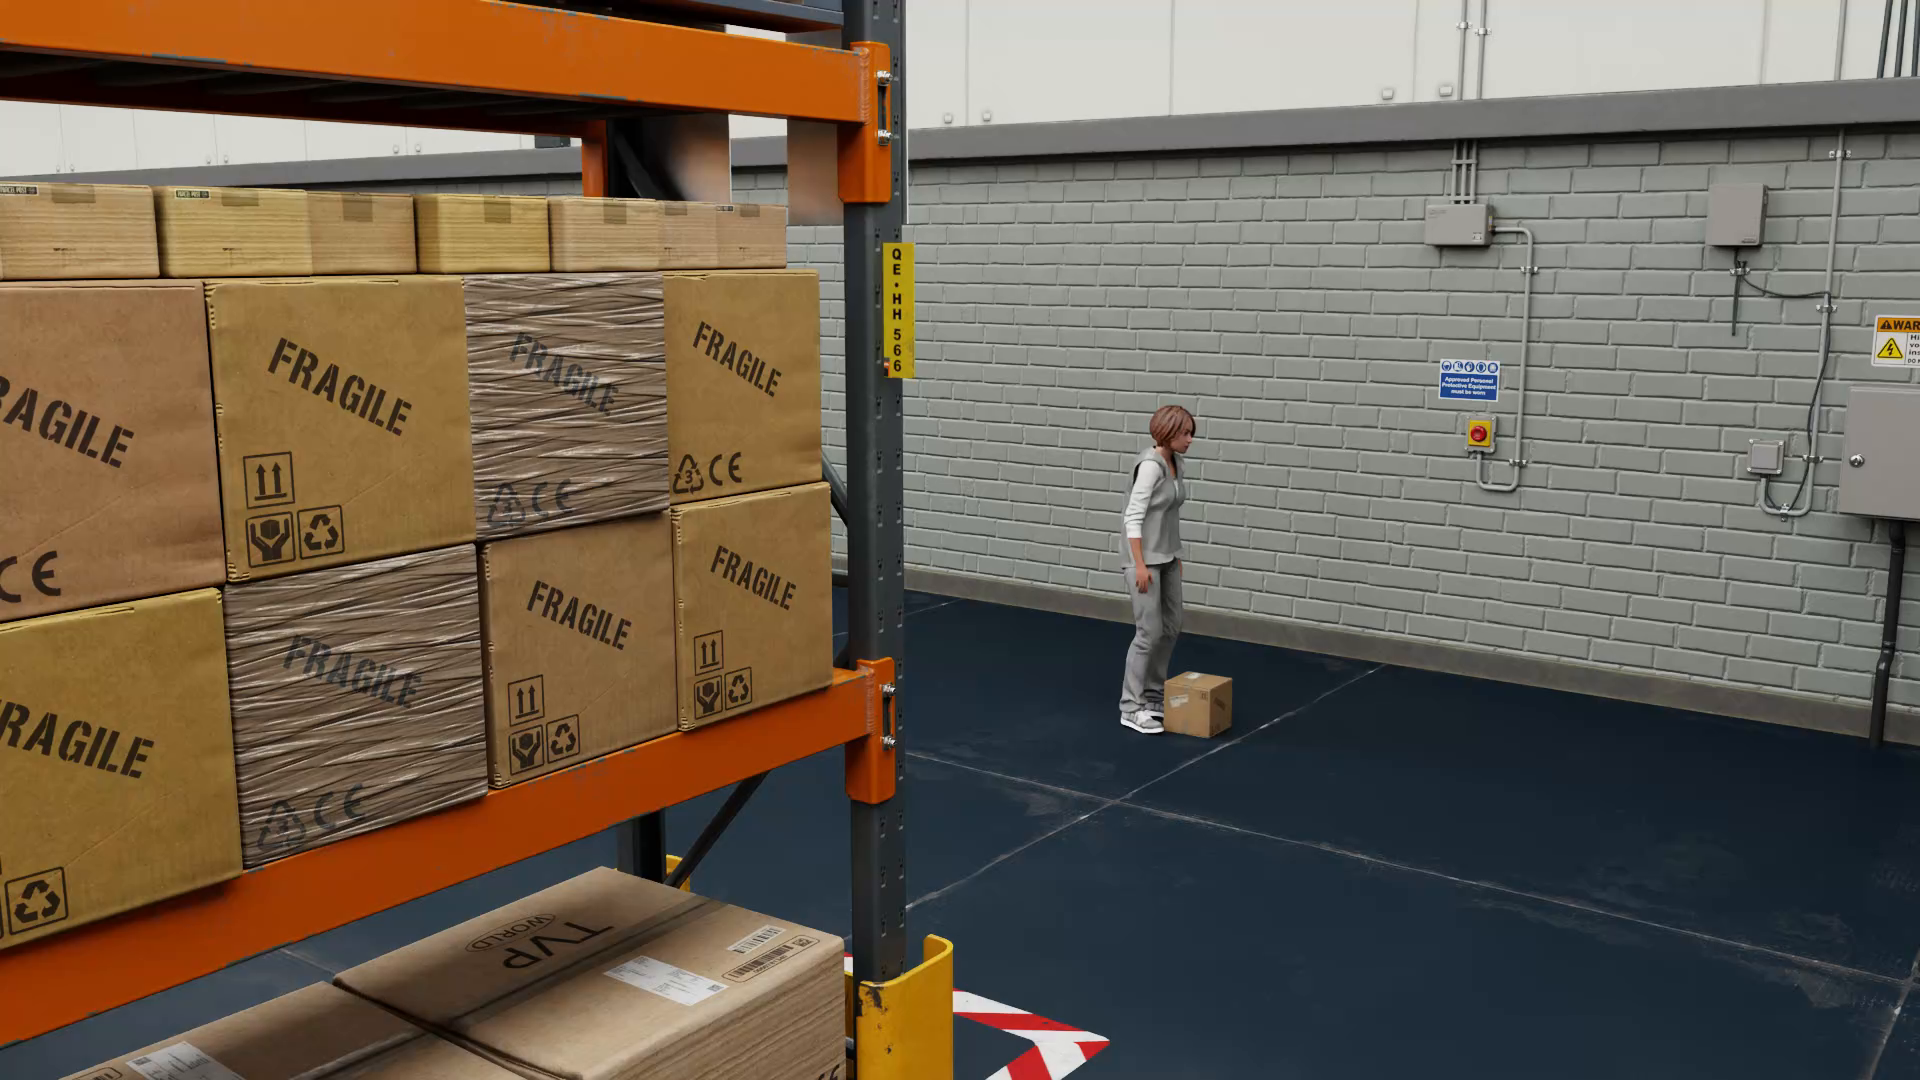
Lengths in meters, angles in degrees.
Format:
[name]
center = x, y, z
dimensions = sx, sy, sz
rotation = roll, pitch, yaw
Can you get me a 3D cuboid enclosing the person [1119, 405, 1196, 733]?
[person]
center = 0.969, 0.127, 8.222
dimensions = 0.346, 1.590, 0.474
rotation = 7, 12, 33
